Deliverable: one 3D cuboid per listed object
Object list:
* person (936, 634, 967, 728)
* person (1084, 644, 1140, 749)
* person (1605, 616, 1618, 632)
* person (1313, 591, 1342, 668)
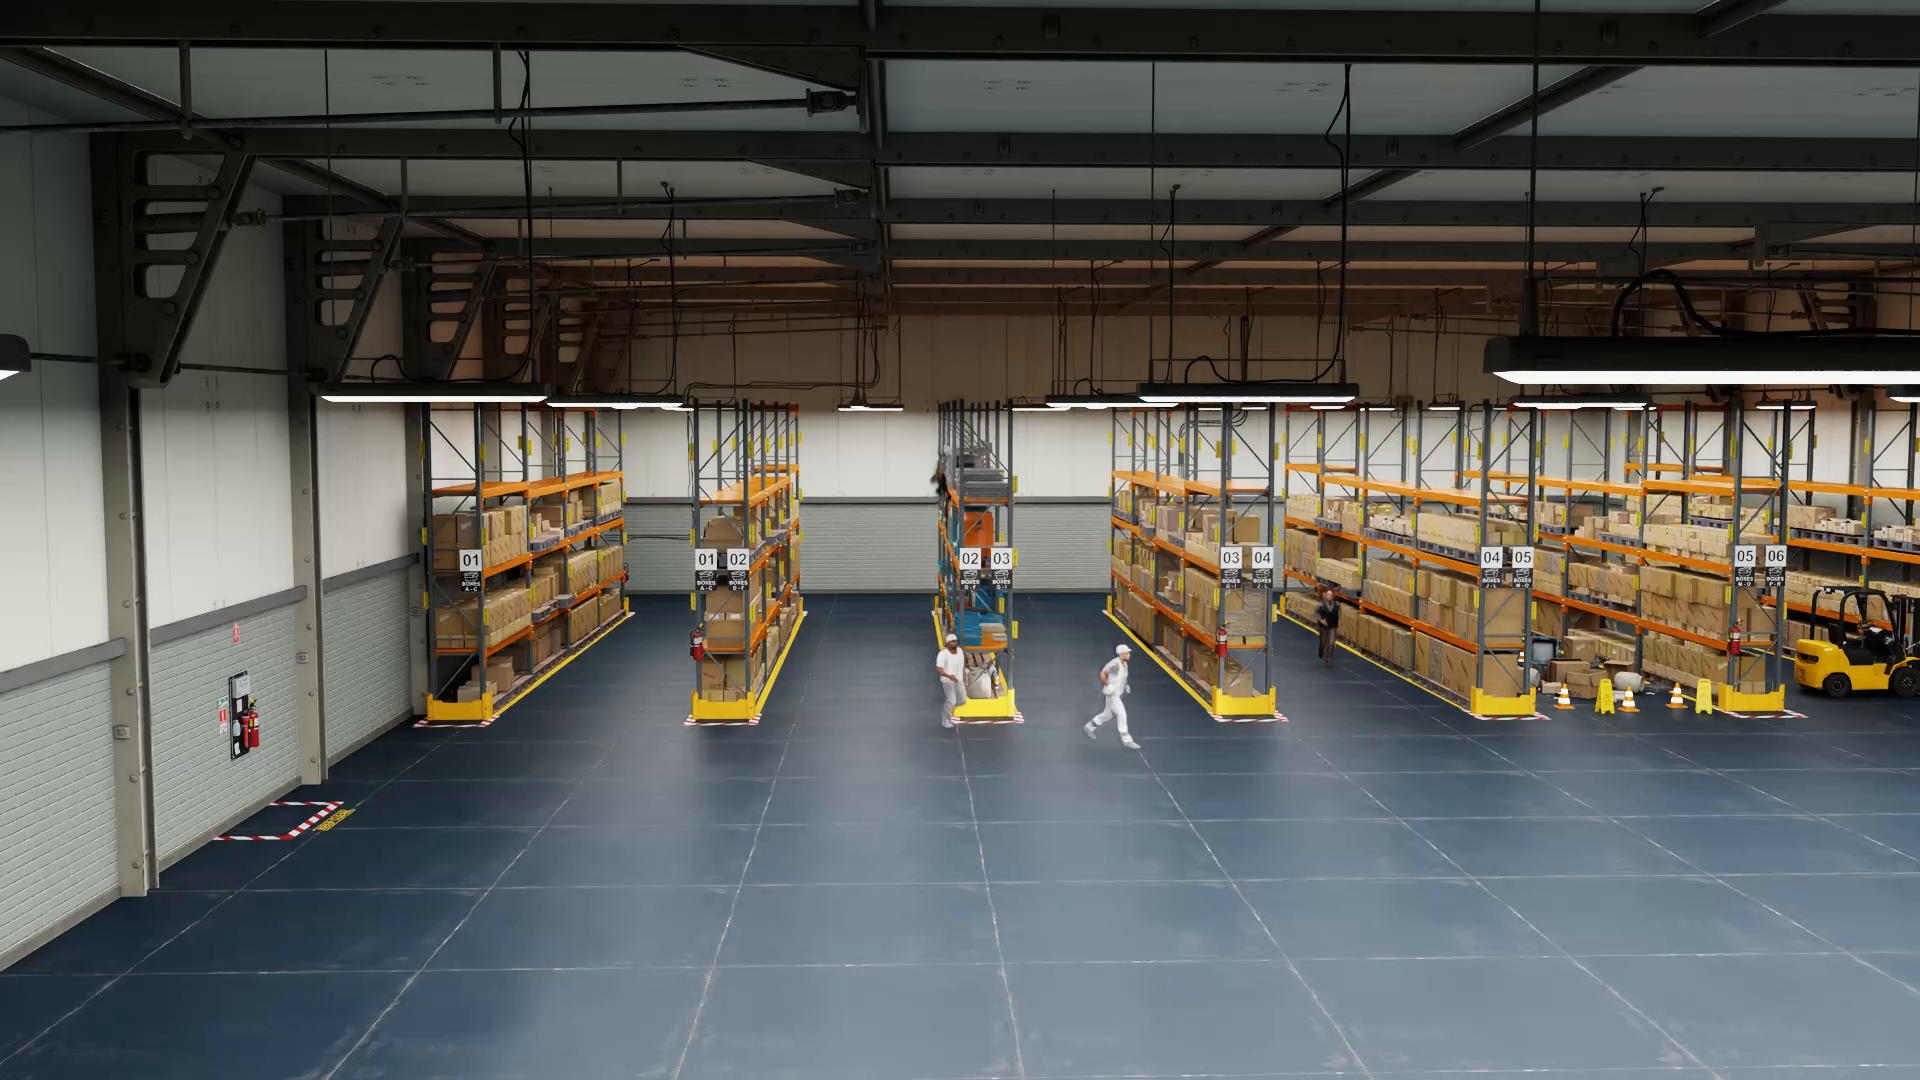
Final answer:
[{"bbox_3d":[-0.117,2.563,30.309,0.723,1.719,0.648,-3,5,-38],"label":"person"},{"bbox_3d":[2.599,2.657,28.529,1.054,1.764,0.665,2,5,29],"label":"person"},{"bbox_3d":[16.379,1.713,41.824,0.625,1.658,0.591,0,4,0],"label":"person"},{"bbox_3d":[8.378,2.041,37.898,0.683,1.639,0.937,0,4,-2],"label":"person"}]
